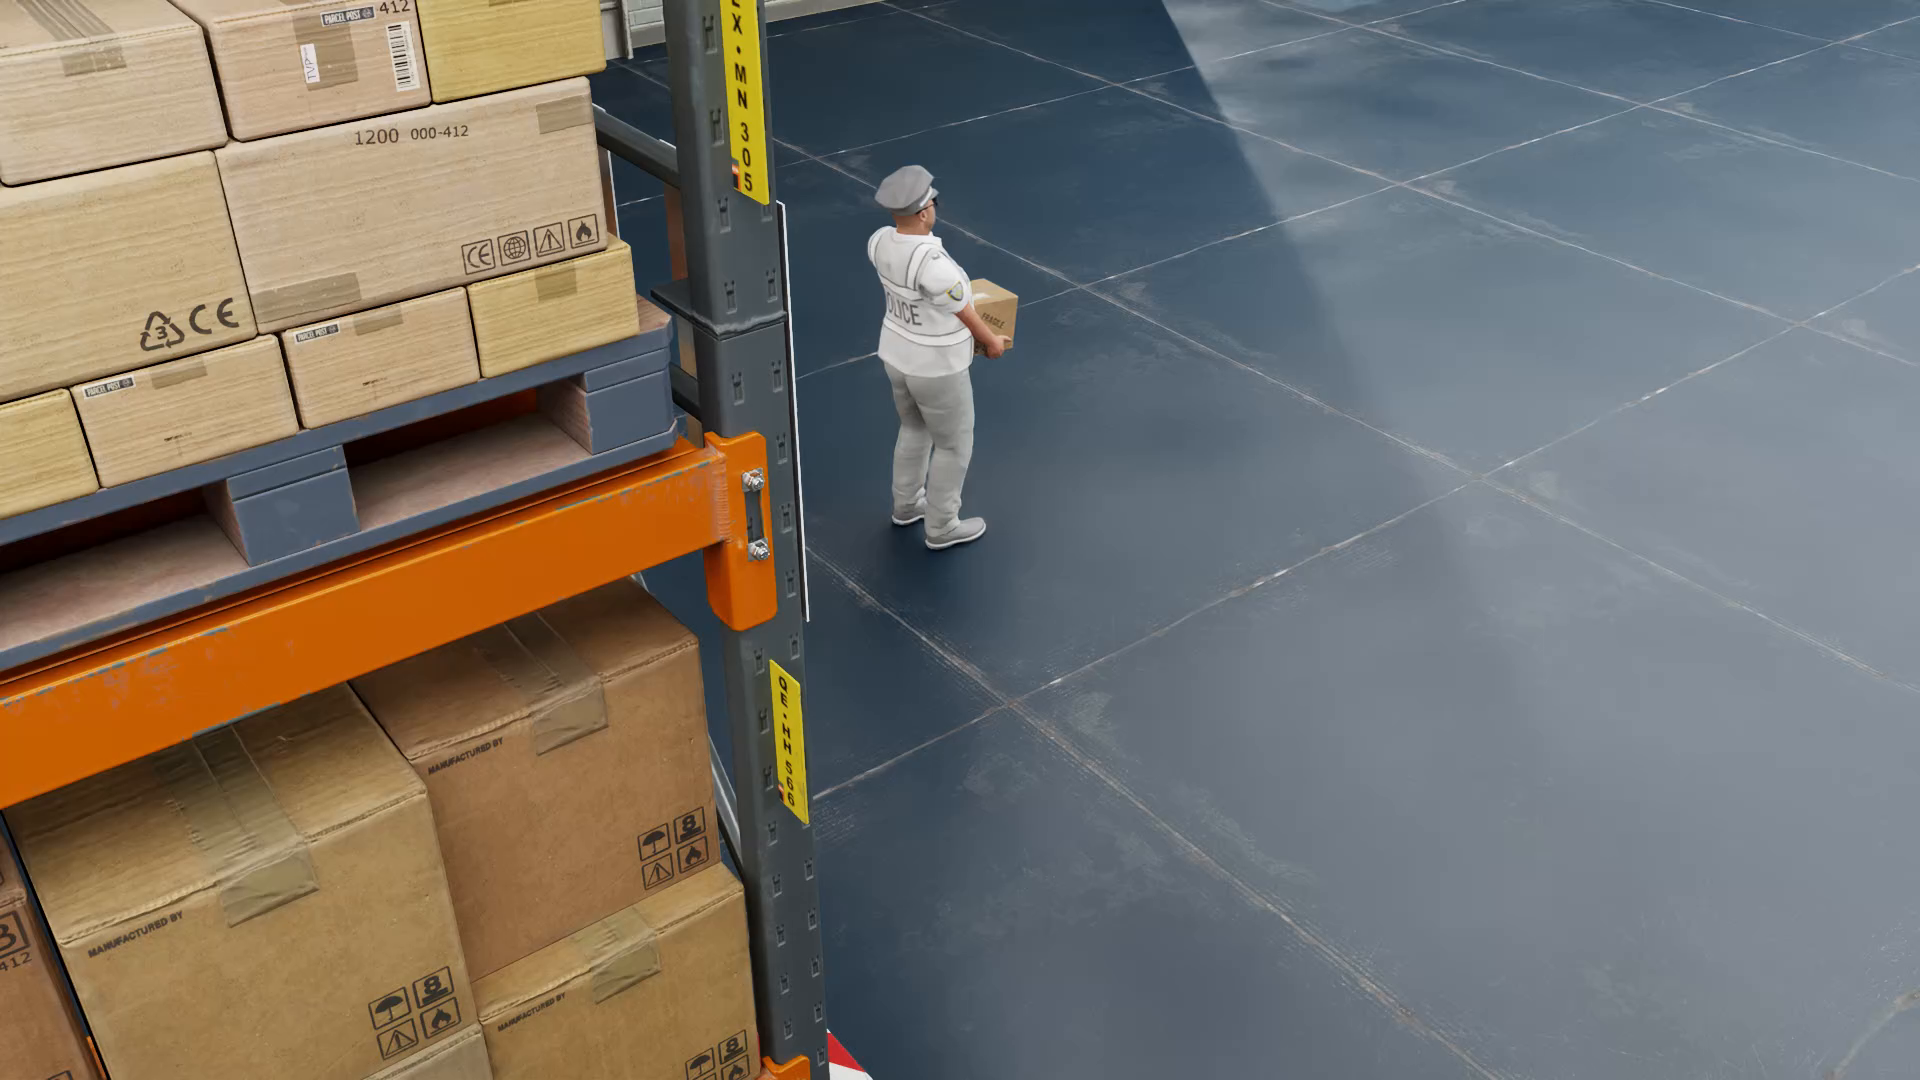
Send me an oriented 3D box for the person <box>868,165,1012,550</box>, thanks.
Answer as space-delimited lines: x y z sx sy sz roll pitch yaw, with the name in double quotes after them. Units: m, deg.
-0.087 -0.834 7.451 0.573 1.762 0.493 -22 38 -31 "person"
